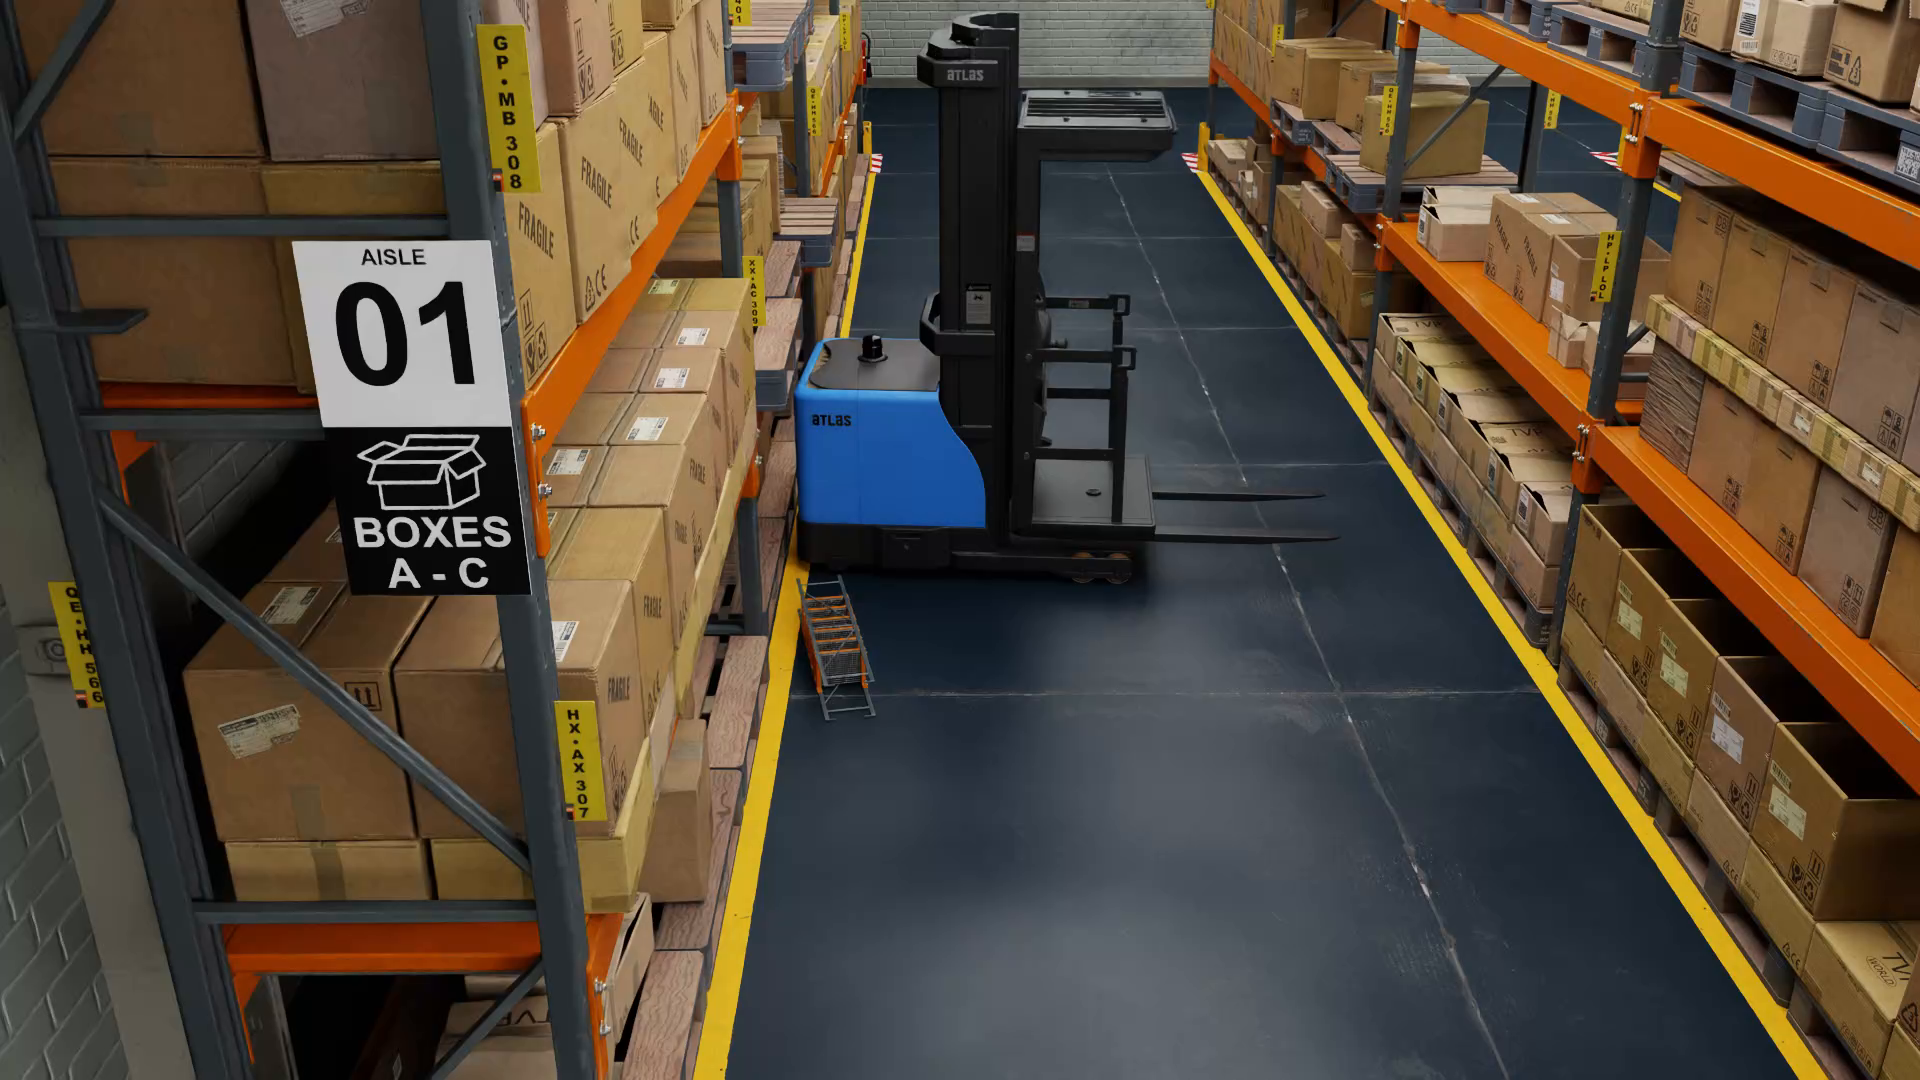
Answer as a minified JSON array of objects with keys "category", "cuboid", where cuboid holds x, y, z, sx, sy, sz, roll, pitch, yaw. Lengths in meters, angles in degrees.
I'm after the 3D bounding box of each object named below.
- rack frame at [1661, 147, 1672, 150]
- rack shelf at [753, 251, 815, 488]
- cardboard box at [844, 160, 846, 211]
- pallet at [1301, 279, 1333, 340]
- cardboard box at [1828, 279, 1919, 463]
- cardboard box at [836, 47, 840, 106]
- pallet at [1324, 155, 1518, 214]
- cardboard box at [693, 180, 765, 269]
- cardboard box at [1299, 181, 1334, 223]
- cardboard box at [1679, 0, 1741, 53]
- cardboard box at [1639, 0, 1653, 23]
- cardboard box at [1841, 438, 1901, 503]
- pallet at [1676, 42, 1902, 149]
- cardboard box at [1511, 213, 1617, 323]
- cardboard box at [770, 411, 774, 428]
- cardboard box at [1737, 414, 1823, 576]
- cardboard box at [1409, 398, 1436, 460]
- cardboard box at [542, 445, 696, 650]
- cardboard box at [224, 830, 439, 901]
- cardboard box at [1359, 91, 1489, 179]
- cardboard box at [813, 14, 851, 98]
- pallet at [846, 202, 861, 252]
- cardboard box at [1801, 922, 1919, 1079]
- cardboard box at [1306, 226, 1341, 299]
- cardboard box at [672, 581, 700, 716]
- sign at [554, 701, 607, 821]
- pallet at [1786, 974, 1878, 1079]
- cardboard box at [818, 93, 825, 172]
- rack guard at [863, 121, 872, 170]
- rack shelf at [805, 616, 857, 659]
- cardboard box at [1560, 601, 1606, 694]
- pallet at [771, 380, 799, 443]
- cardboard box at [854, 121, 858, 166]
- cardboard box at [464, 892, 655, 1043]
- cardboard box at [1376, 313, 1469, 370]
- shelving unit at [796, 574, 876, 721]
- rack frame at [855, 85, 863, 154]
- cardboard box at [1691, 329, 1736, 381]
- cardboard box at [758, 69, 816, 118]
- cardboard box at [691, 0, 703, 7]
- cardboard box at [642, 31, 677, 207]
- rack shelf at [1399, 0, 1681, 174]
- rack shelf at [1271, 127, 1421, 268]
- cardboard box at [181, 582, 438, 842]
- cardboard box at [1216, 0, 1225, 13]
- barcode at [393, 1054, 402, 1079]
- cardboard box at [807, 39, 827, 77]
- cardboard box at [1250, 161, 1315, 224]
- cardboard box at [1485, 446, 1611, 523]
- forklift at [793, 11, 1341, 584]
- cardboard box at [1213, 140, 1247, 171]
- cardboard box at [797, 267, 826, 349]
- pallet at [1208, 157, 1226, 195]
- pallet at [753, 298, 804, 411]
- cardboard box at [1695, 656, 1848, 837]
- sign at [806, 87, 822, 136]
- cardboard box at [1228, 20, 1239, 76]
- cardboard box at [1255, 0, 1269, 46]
[{"category":"rack frame","cuboid":[8.295,-5.719,18.756,1.000,3.000,0.127,0,24,-1]},{"category":"rack shelf","cuboid":[-1.502,-1.226,9.695,1.077,0.370,4.000,0,24,-1]},{"category":"cardboard box","cuboid":[-1.473,-3.388,16.124,0.700,0.500,0.500,0,24,0]},{"category":"pallet","cuboid":[3.449,-1.941,13.785,1.003,0.211,1.213,0,24,-1]},{"category":"cardboard box","cuboid":[3.501,-0.587,5.713,0.700,0.500,0.500,0,24,-1]},{"category":"cardboard box","cuboid":[-1.311,-4.028,14.509,0.500,0.500,0.500,-1,24,-1]},{"category":"pallet","cuboid":[3.352,-2.594,12.078,1.213,0.211,1.003,0,24,-1]},{"category":"cardboard box","cuboid":[-1.489,-1.687,9.186,0.700,0.500,0.500,3,25,7]},{"category":"cardboard box","cuboid":[3.158,-2.841,13.981,0.500,0.250,0.500,0,24,0]},{"category":"cardboard box","cuboid":[3.215,-2.213,6.561,0.500,0.500,0.500,2,24,4]},{"category":"cardboard box","cuboid":[3.476,-2.498,7.665,0.500,0.250,0.500,2,24,5]},{"category":"cardboard box","cuboid":[3.303,-0.243,5.738,0.380,0.149,0.250,-1,24,-1]},{"category":"pallet","cuboid":[3.508,-1.729,6.400,1.003,0.211,1.213,0,24,-1]},{"category":"cardboard box","cuboid":[3.470,-1.539,9.393,0.500,0.500,0.500,0,24,0]},{"category":"cardboard box","cuboid":[-1.575,-0.931,10.667,0.700,0.500,0.500,0,24,-1]},{"category":"cardboard box","cuboid":[3.498,-0.193,6.415,0.700,0.500,0.500,0,24,0]},{"category":"cardboard box","cuboid":[3.160,-0.702,10.490,0.500,0.250,0.500,-1,24,-2]},{"category":"cardboard box","cuboid":[-1.136,0.021,5.311,0.500,0.500,0.500,-1,24,-2]},{"category":"cardboard box","cuboid":[-1.636,0.786,4.531,0.500,0.250,0.500,0,24,0]},{"category":"cardboard box","cuboid":[3.310,-2.898,11.887,0.700,0.500,0.500,-9,26,-18]},{"category":"cardboard box","cuboid":[-1.560,-4.688,16.111,0.980,0.700,0.700,-1,24,-2]},{"category":"pallet","cuboid":[-1.498,-3.070,16.281,1.003,0.211,1.213,0,24,-1]},{"category":"cardboard box","cuboid":[3.198,1.530,5.554,0.500,0.250,0.500,0,24,-1]},{"category":"cardboard box","cuboid":[3.167,-2.277,13.645,0.500,0.500,0.500,-1,24,-3]},{"category":"cardboard box","cuboid":[-1.144,0.351,5.492,0.500,0.250,0.500,-1,24,-1]},{"category":"sign","cuboid":[-0.894,0.521,3.907,0.100,0.325,0.005,0,24,-1]},{"category":"pallet","cuboid":[3.466,1.850,5.404,1.003,0.211,1.213,0,24,-1]},{"category":"cardboard box","cuboid":[-1.270,-2.986,12.205,0.500,0.500,0.500,1,24,1]},{"category":"rack guard","cuboid":[-1.611,-4.546,19.194,1.175,0.500,0.348,0,24,-1]},{"category":"rack shelf","cuboid":[-0.651,0.489,8.432,0.258,0.180,0.103,-5,24,-10]},{"category":"cardboard box","cuboid":[3.175,0.500,7.832,0.500,0.250,0.500,0,24,-1]},{"category":"pallet","cuboid":[-1.517,-0.786,11.231,1.003,0.211,1.213,0,24,-1]},{"category":"cardboard box","cuboid":[-1.504,-4.439,18.449,0.700,0.500,0.500,0,24,-1]},{"category":"cardboard box","cuboid":[-1.360,1.422,5.694,0.500,0.311,0.500,2,24,4]},{"category":"cardboard box","cuboid":[3.141,-1.379,11.306,0.500,0.311,0.500,1,24,1]},{"category":"shelving unit","cuboid":[-0.636,0.519,8.364,0.258,0.189,1.200,-5,24,-10]},{"category":"rack frame","cuboid":[-1.611,-5.675,18.657,1.000,3.000,0.127,0,24,-1]},{"category":"cardboard box","cuboid":[3.290,-0.774,6.912,0.380,0.149,0.250,-1,24,-2]},{"category":"cardboard box","cuboid":[-1.271,-3.110,11.571,0.500,0.250,0.500,0,24,1]},{"category":"cardboard box","cuboid":[-1.187,-2.175,5.920,0.500,0.500,0.500,1,24,2]},{"category":"cardboard box","cuboid":[-1.197,-1.298,5.195,0.500,0.500,0.500,1,24,3]},{"category":"rack shelf","cuboid":[3.451,-2.617,9.129,1.077,0.370,4.000,0,24,-1]},{"category":"rack shelf","cuboid":[3.408,-2.899,13.392,1.077,0.370,4.000,0,24,-1]},{"category":"cardboard box","cuboid":[-1.654,0.442,4.380,0.500,0.500,0.500,-1,24,-1]},{"category":"cardboard box","cuboid":[3.083,-6.016,18.076,0.500,0.500,0.500,0,24,1]},{"category":"barcode","cuboid":[-1.754,1.647,5.185,0.001,0.075,0.075,0,24,-1]},{"category":"cardboard box","cuboid":[-1.299,-3.736,12.955,0.500,0.250,0.500,-1,24,-2]},{"category":"cardboard box","cuboid":[3.096,-3.345,16.006,0.500,0.500,0.500,0,24,-1]},{"category":"cardboard box","cuboid":[3.170,-0.328,8.982,0.500,0.311,0.500,0,24,1]},{"category":"forklift","cuboid":[0.624,-1.320,9.111,3.031,2.935,1.130,1,24,3]},{"category":"cardboard box","cuboid":[3.070,-4.215,18.232,0.500,0.250,0.500,0,24,-1]},{"category":"cardboard box","cuboid":[-1.401,-1.894,12.396,0.750,0.750,0.750,-1,24,-1]},{"category":"pallet","cuboid":[3.353,-4.068,18.489,1.003,0.211,1.213,0,24,-1]},{"category":"pallet","cuboid":[-1.343,-0.958,8.462,1.003,0.211,1.213,0,24,-1]},{"category":"cardboard box","cuboid":[3.184,0.776,6.310,0.500,0.500,0.500,0,24,-1]},{"category":"sign","cuboid":[-0.981,-2.876,11.160,0.100,0.325,0.005,0,24,-1]},{"category":"cardboard box","cuboid":[3.097,-5.141,17.355,0.500,0.500,0.500,0,24,-1]},{"category":"cardboard box","cuboid":[3.113,-4.970,15.764,0.500,0.500,0.500,-1,24,-2]}]
